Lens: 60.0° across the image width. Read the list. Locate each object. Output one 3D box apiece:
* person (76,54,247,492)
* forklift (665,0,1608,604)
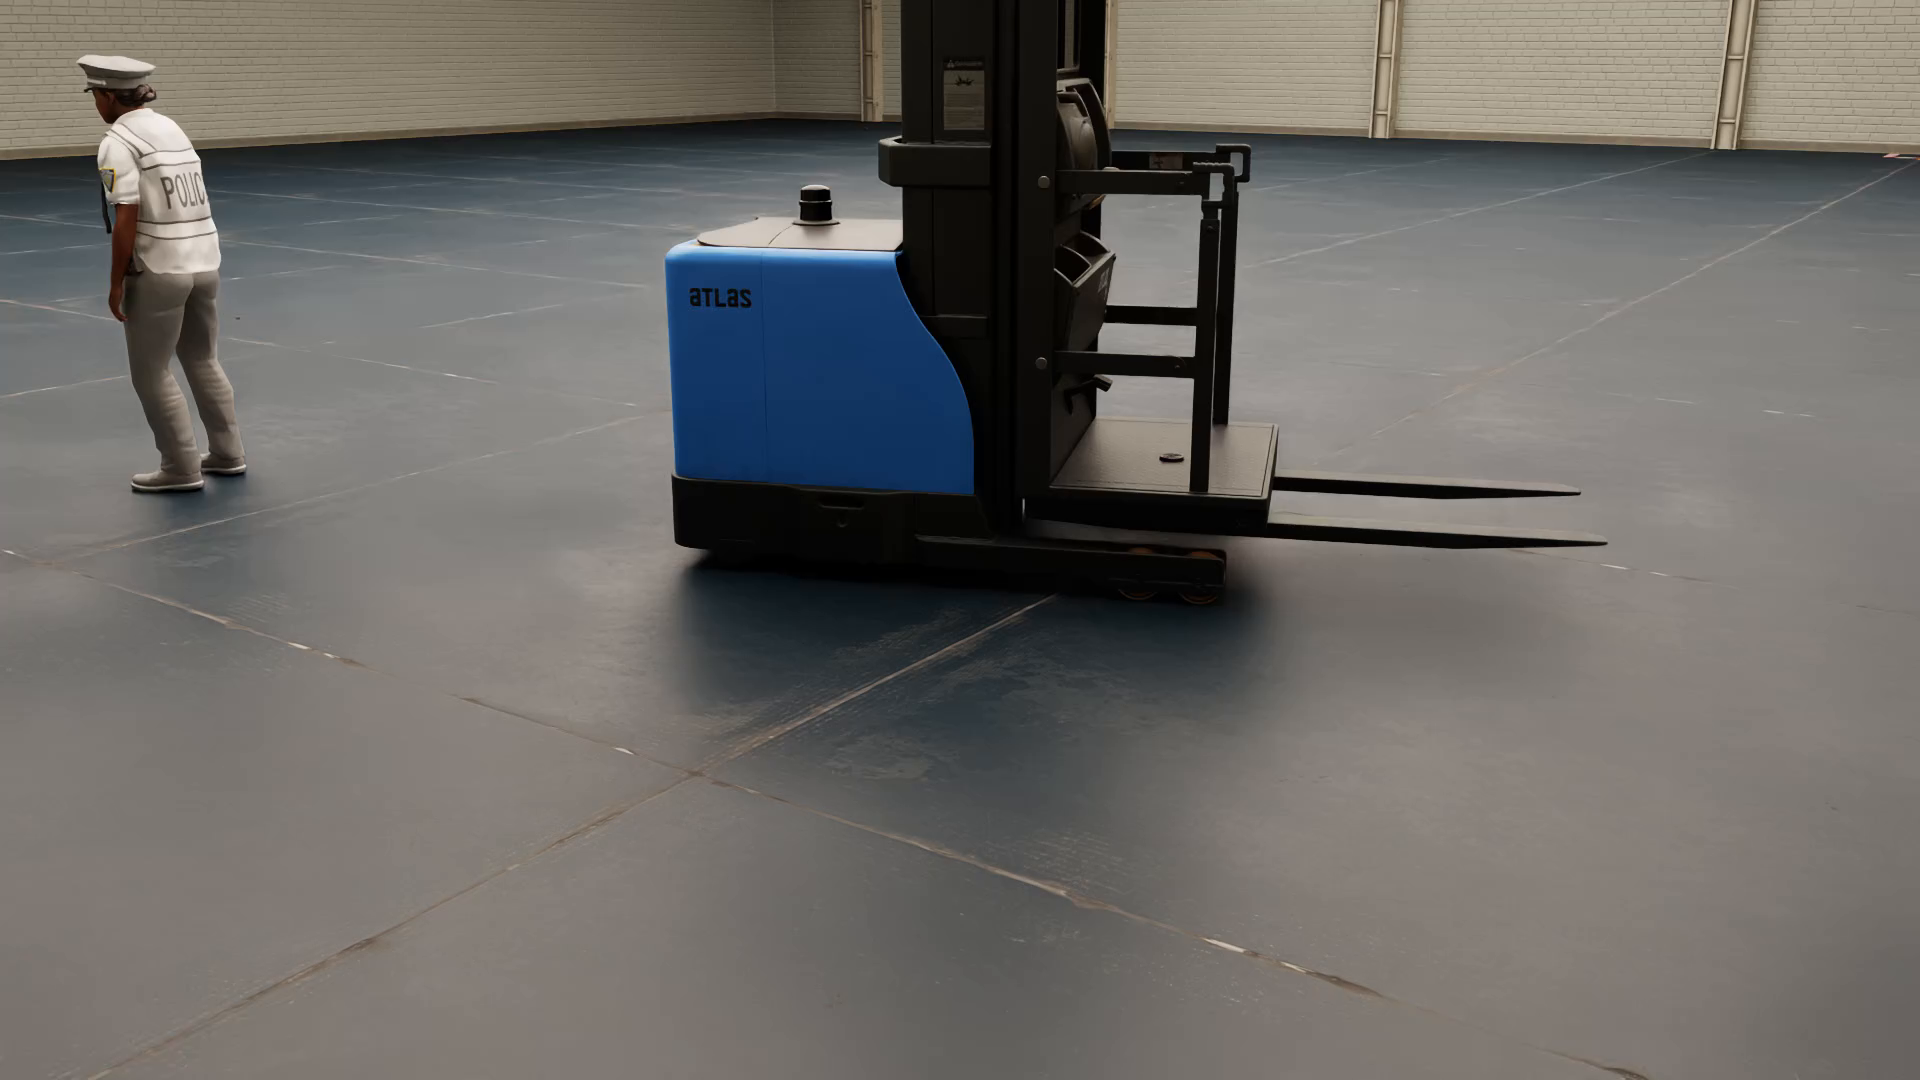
[{"bbox_3d":[-3.106,-1.030,6.494,0.391,1.664,0.531,4,17,13],"label":"person"},{"bbox_3d":[0.595,-1.367,5.404,3.031,2.935,1.130,4,17,12],"label":"forklift"}]
